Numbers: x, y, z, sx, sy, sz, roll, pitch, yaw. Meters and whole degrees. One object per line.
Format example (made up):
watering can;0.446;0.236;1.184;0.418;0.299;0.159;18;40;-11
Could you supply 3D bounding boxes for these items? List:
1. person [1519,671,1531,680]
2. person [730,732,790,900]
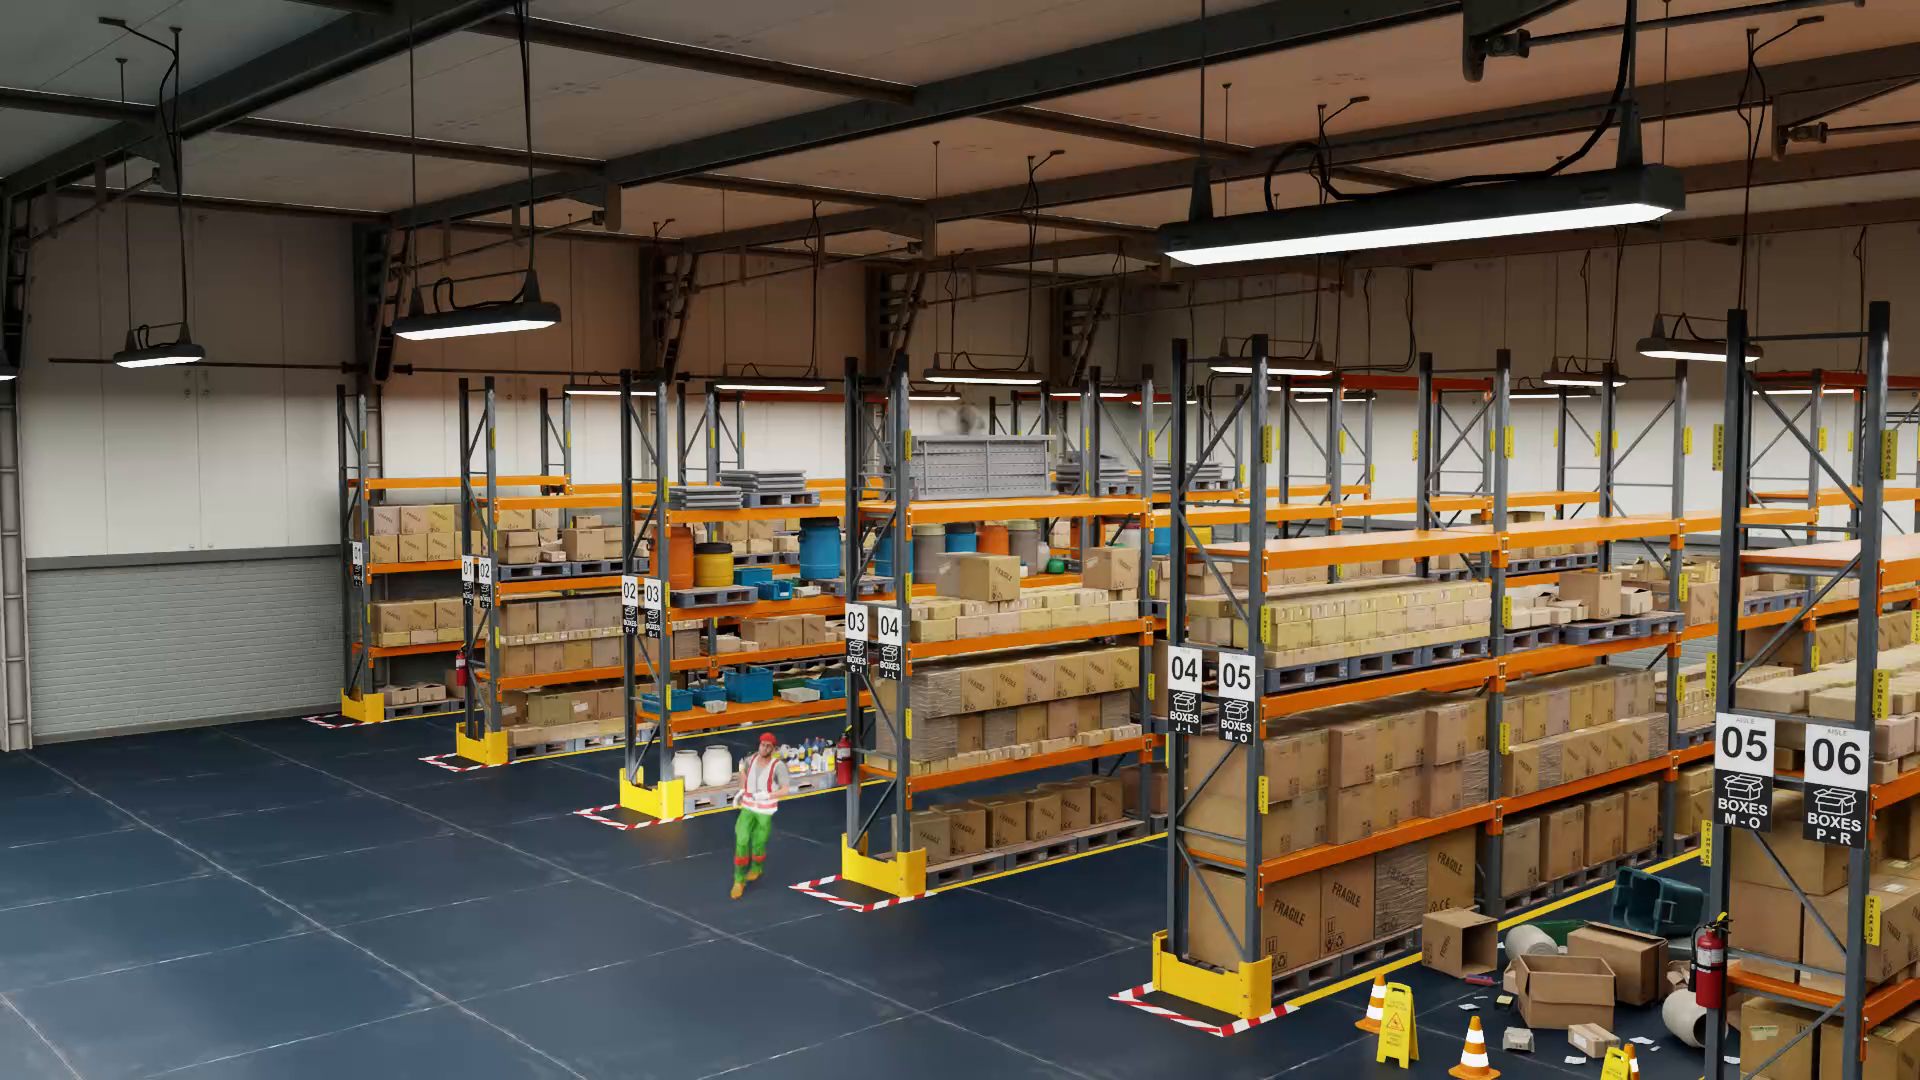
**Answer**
person;8.368;2.741;24.676;0.588;1.603;0.575;-4;5;-44
person;-2.248;3.044;18.612;0.691;1.775;0.850;1;4;9
